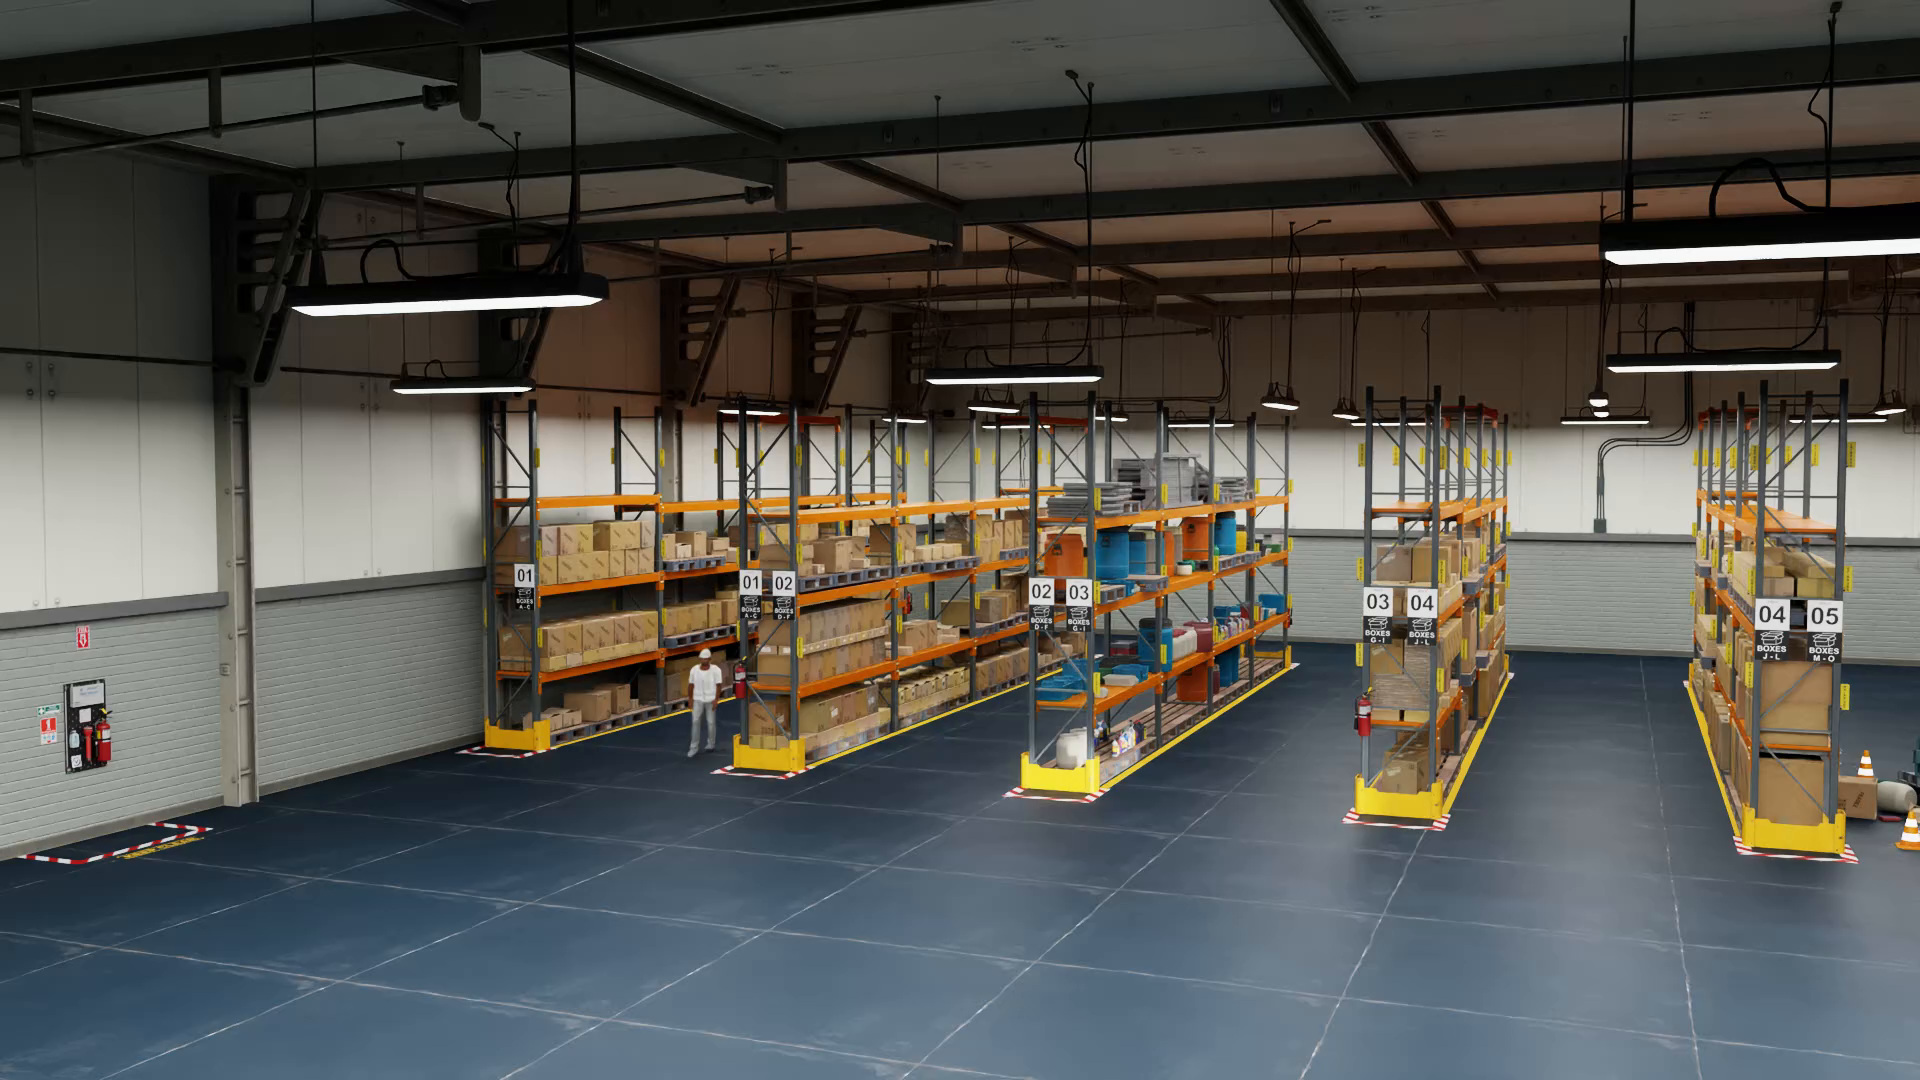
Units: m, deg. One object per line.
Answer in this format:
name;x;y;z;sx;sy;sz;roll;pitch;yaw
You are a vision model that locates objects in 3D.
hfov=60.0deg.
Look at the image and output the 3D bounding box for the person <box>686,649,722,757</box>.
person;-4.339;2.741;28.211;0.597;1.776;0.806;0;3;-2
